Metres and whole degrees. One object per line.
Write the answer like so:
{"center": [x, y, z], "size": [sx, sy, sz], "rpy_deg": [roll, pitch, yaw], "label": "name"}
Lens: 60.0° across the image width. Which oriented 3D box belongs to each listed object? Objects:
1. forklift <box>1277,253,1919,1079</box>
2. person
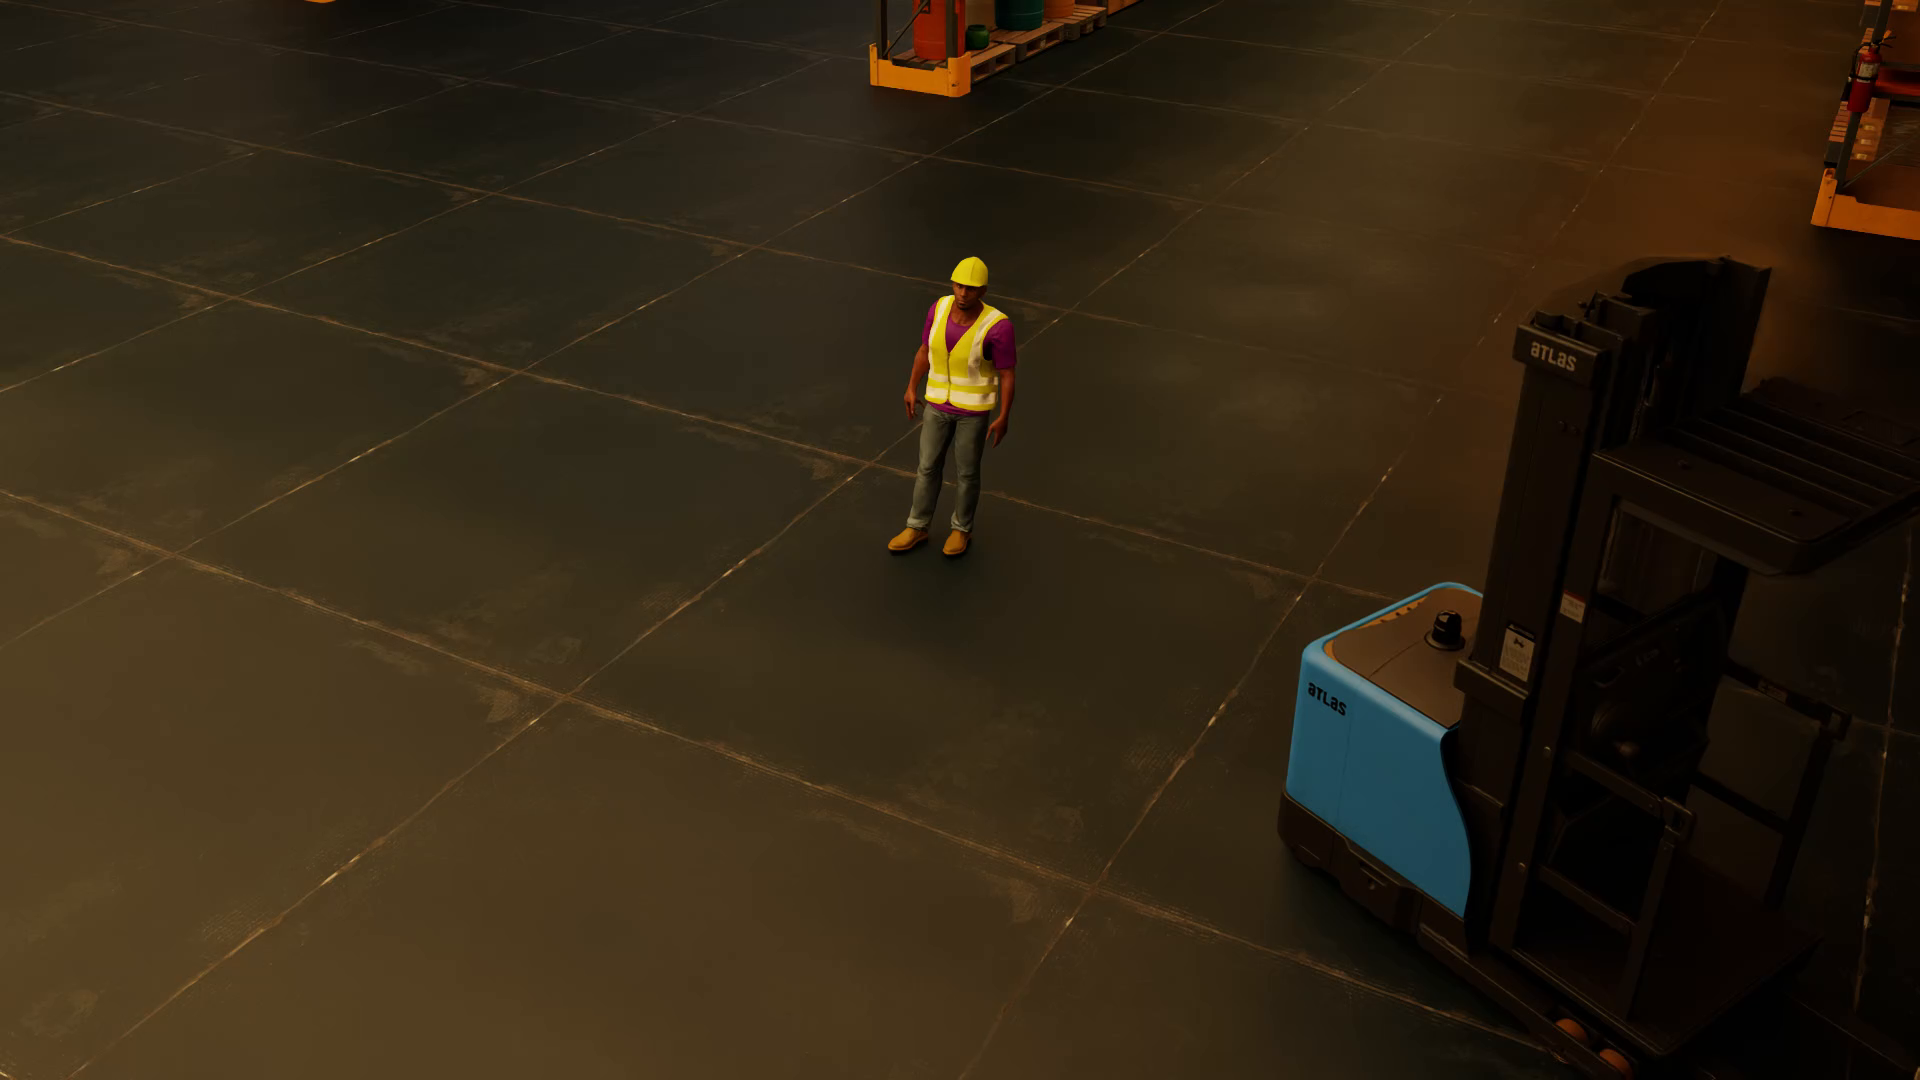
{"center": [2.715, 0.566, 6.091], "size": [1.130, 2.935, 3.031], "rpy_deg": [-20, 36, -31], "label": "forklift"}
{"center": [-0.039, -0.742, 9.507], "size": [0.665, 1.768, 0.575], "rpy_deg": [15, 33, 25], "label": "person"}
